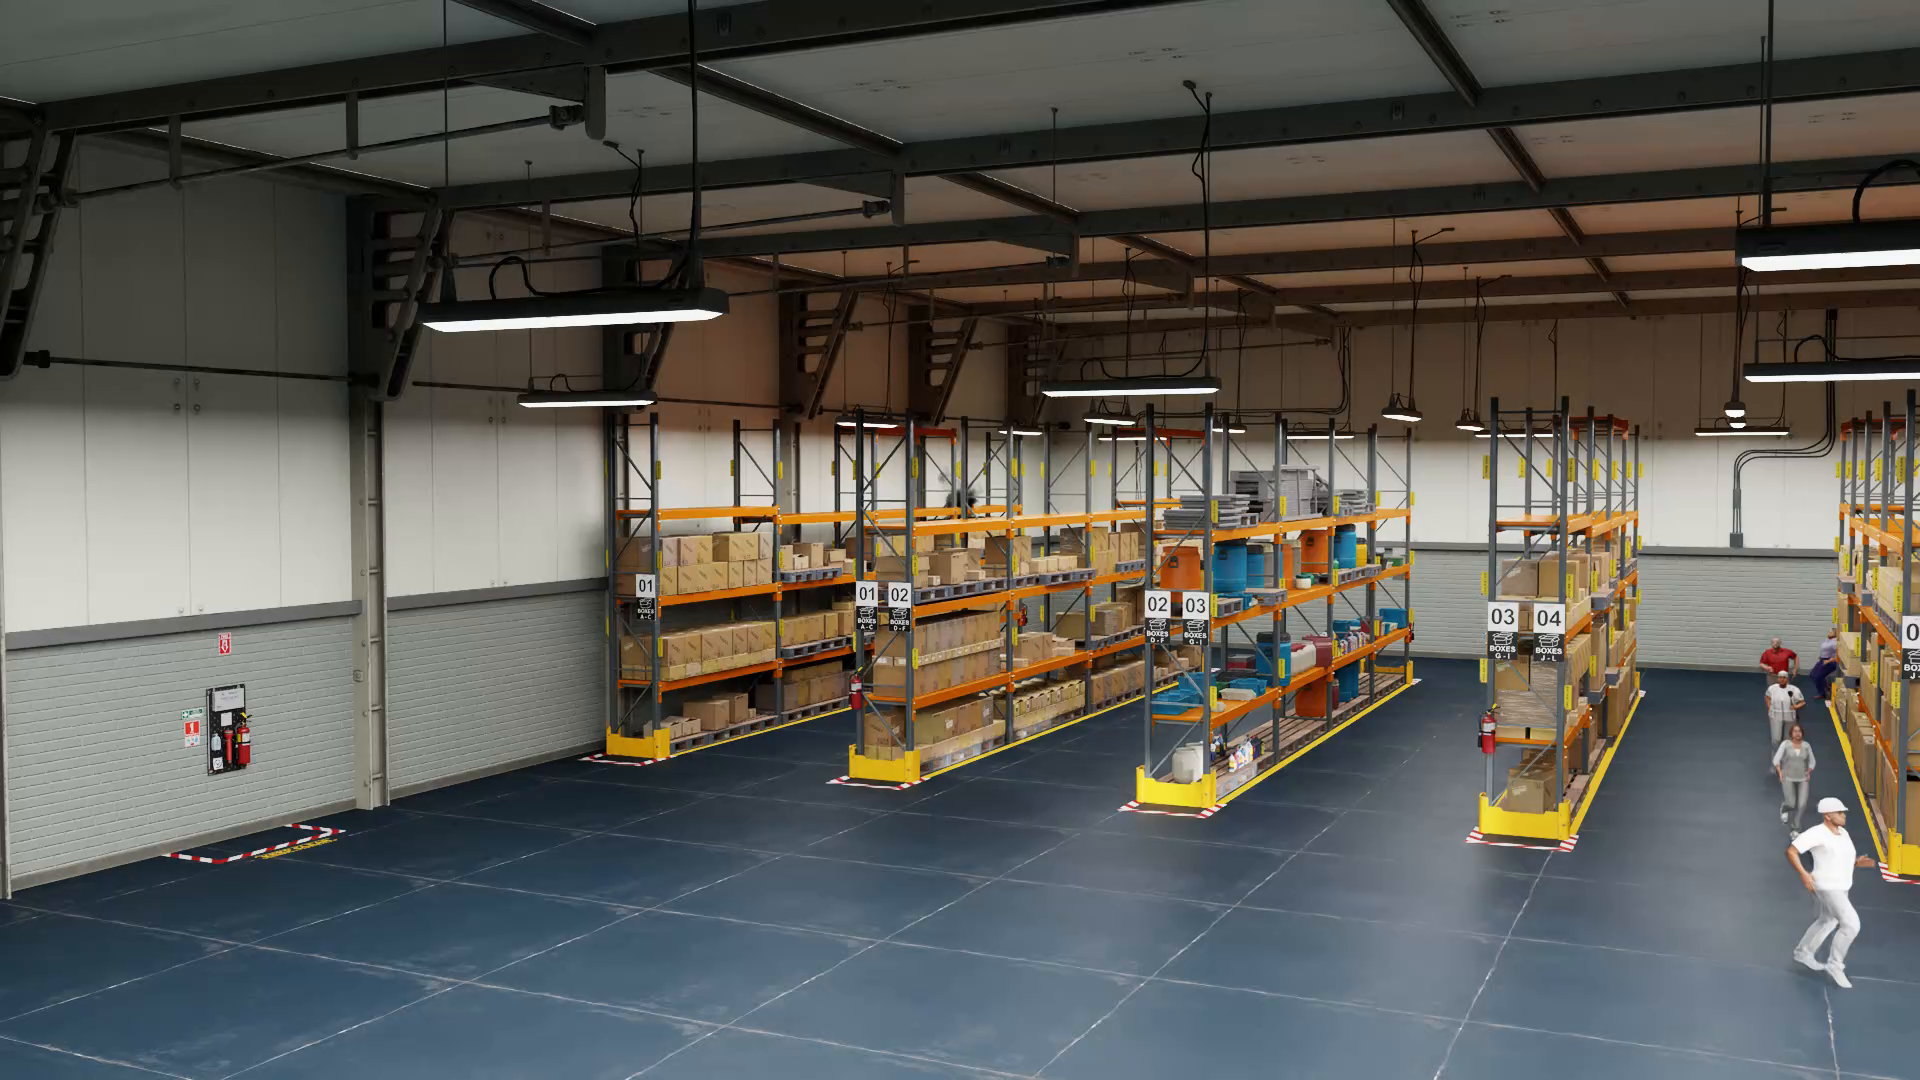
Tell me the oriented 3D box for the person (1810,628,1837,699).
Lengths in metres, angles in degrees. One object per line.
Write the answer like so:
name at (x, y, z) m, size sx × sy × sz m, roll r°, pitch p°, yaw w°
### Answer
person at (18.831, 2.695, 36.196) m, size 0.494 × 1.574 × 0.672 m, roll 0°, pitch 2°, yaw 10°

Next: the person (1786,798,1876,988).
person at (8.544, 3.437, 16.288) m, size 0.669 × 1.820 × 0.751 m, roll -2°, pitch 3°, yaw -40°

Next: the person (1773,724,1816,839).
person at (11.371, 3.273, 22.642) m, size 0.527 × 1.542 × 0.560 m, roll 1°, pitch 3°, yaw 16°

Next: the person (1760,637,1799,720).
person at (16.181, 2.757, 32.870) m, size 0.680 × 1.679 × 0.834 m, roll 1°, pitch 3°, yaw 30°

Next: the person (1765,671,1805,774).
person at (13.683, 3.017, 27.595) m, size 0.597 × 1.723 × 0.764 m, roll 1°, pitch 3°, yaw 24°
